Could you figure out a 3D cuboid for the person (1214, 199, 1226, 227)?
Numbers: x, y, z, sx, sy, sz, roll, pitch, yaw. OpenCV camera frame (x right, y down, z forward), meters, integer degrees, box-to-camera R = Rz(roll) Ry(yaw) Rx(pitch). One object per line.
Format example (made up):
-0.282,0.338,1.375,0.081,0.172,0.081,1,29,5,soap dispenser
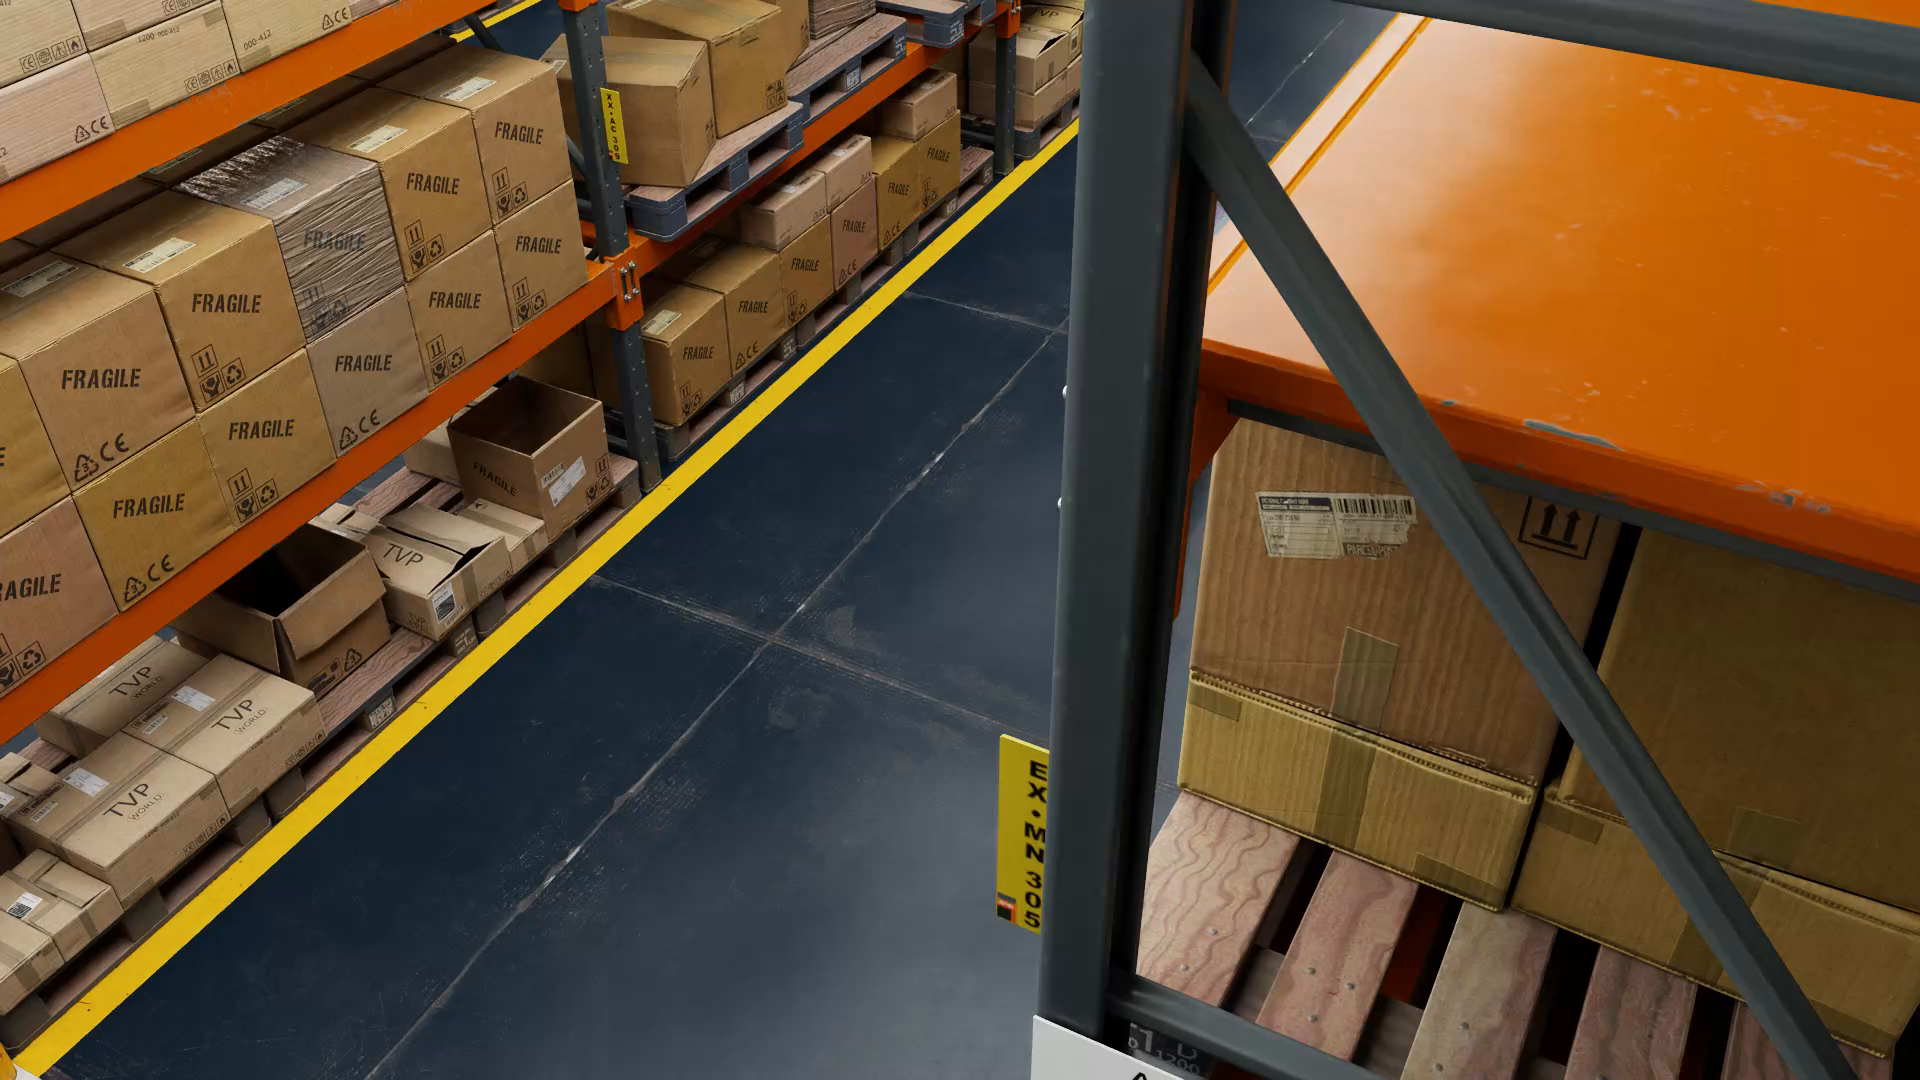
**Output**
1.171,-1.131,8.099,0.482,1.594,0.877,11,39,14,person
